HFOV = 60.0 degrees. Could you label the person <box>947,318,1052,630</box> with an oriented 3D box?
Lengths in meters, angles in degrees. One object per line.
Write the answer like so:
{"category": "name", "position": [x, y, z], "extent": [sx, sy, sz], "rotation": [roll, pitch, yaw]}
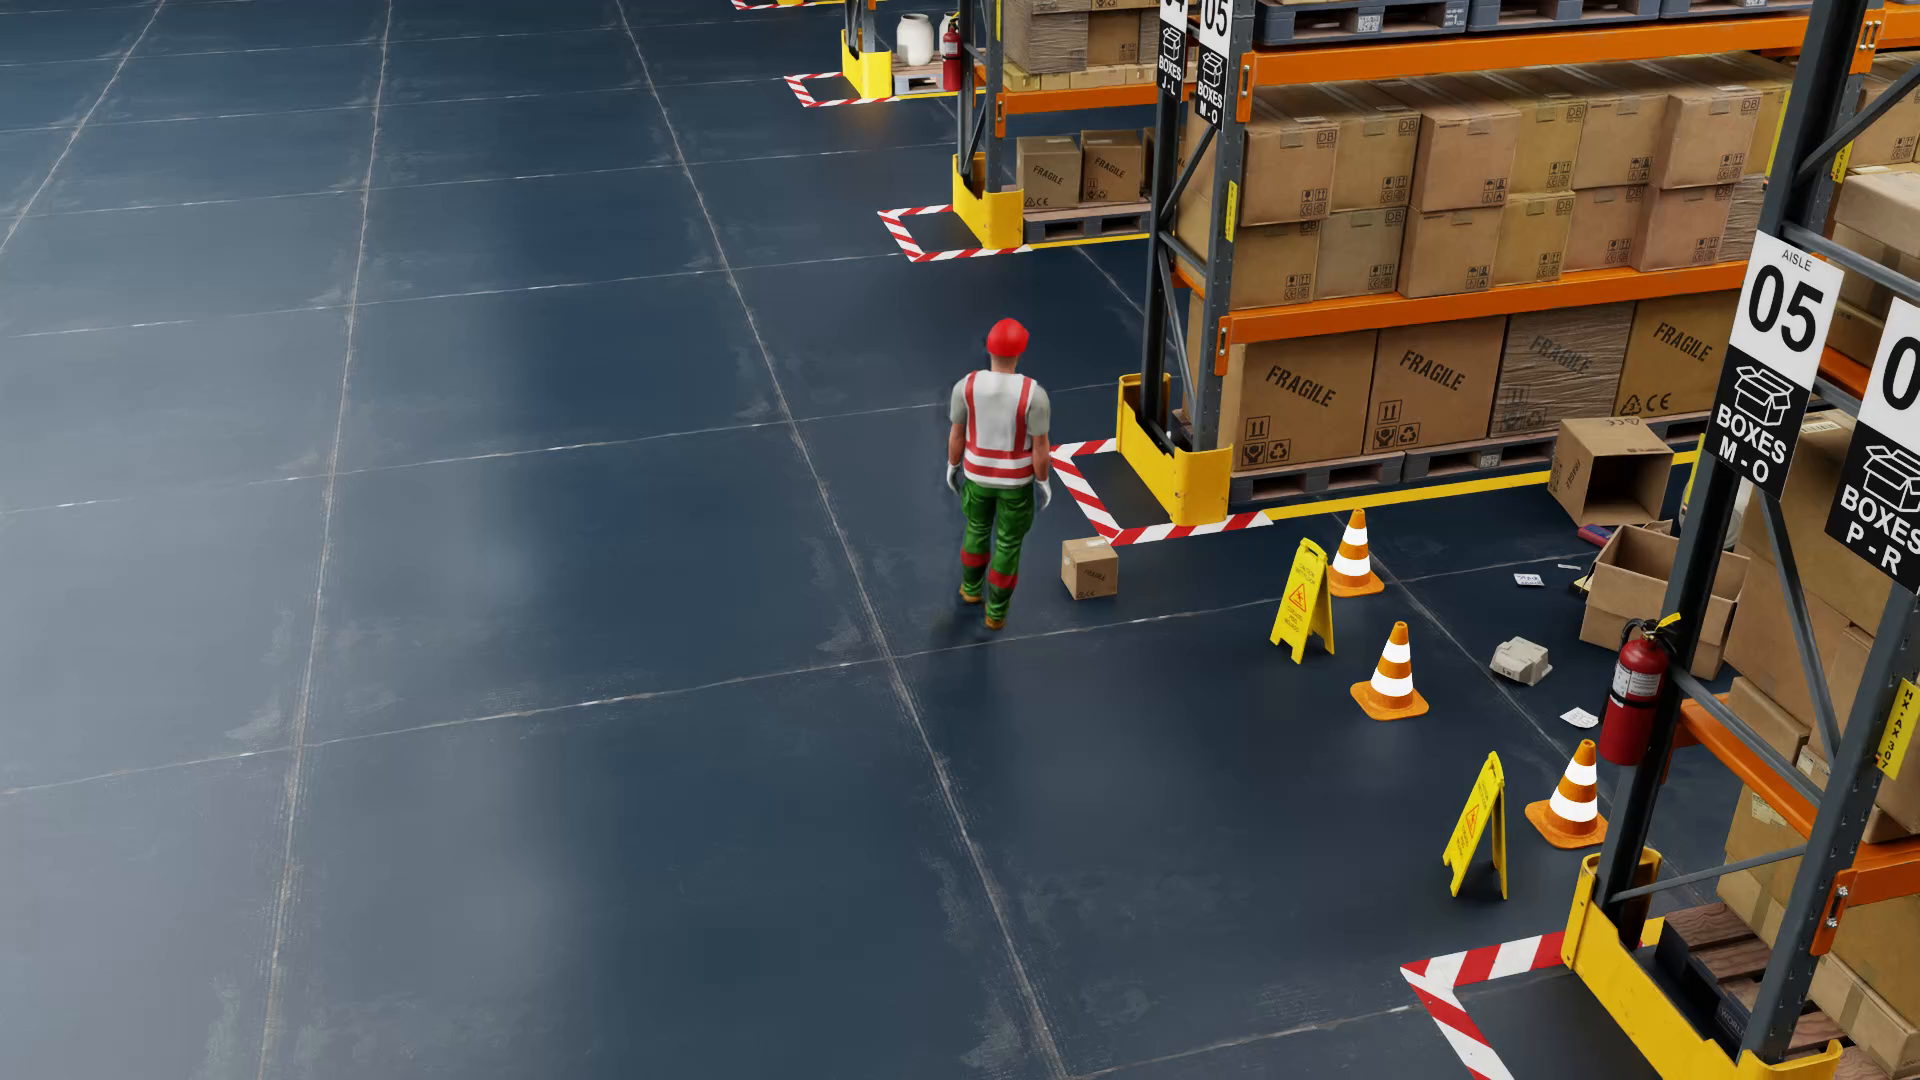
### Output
{"category": "person", "position": [0.230, -0.371, 8.876], "extent": [0.578, 1.821, 0.515], "rotation": [7, 31, 13]}
